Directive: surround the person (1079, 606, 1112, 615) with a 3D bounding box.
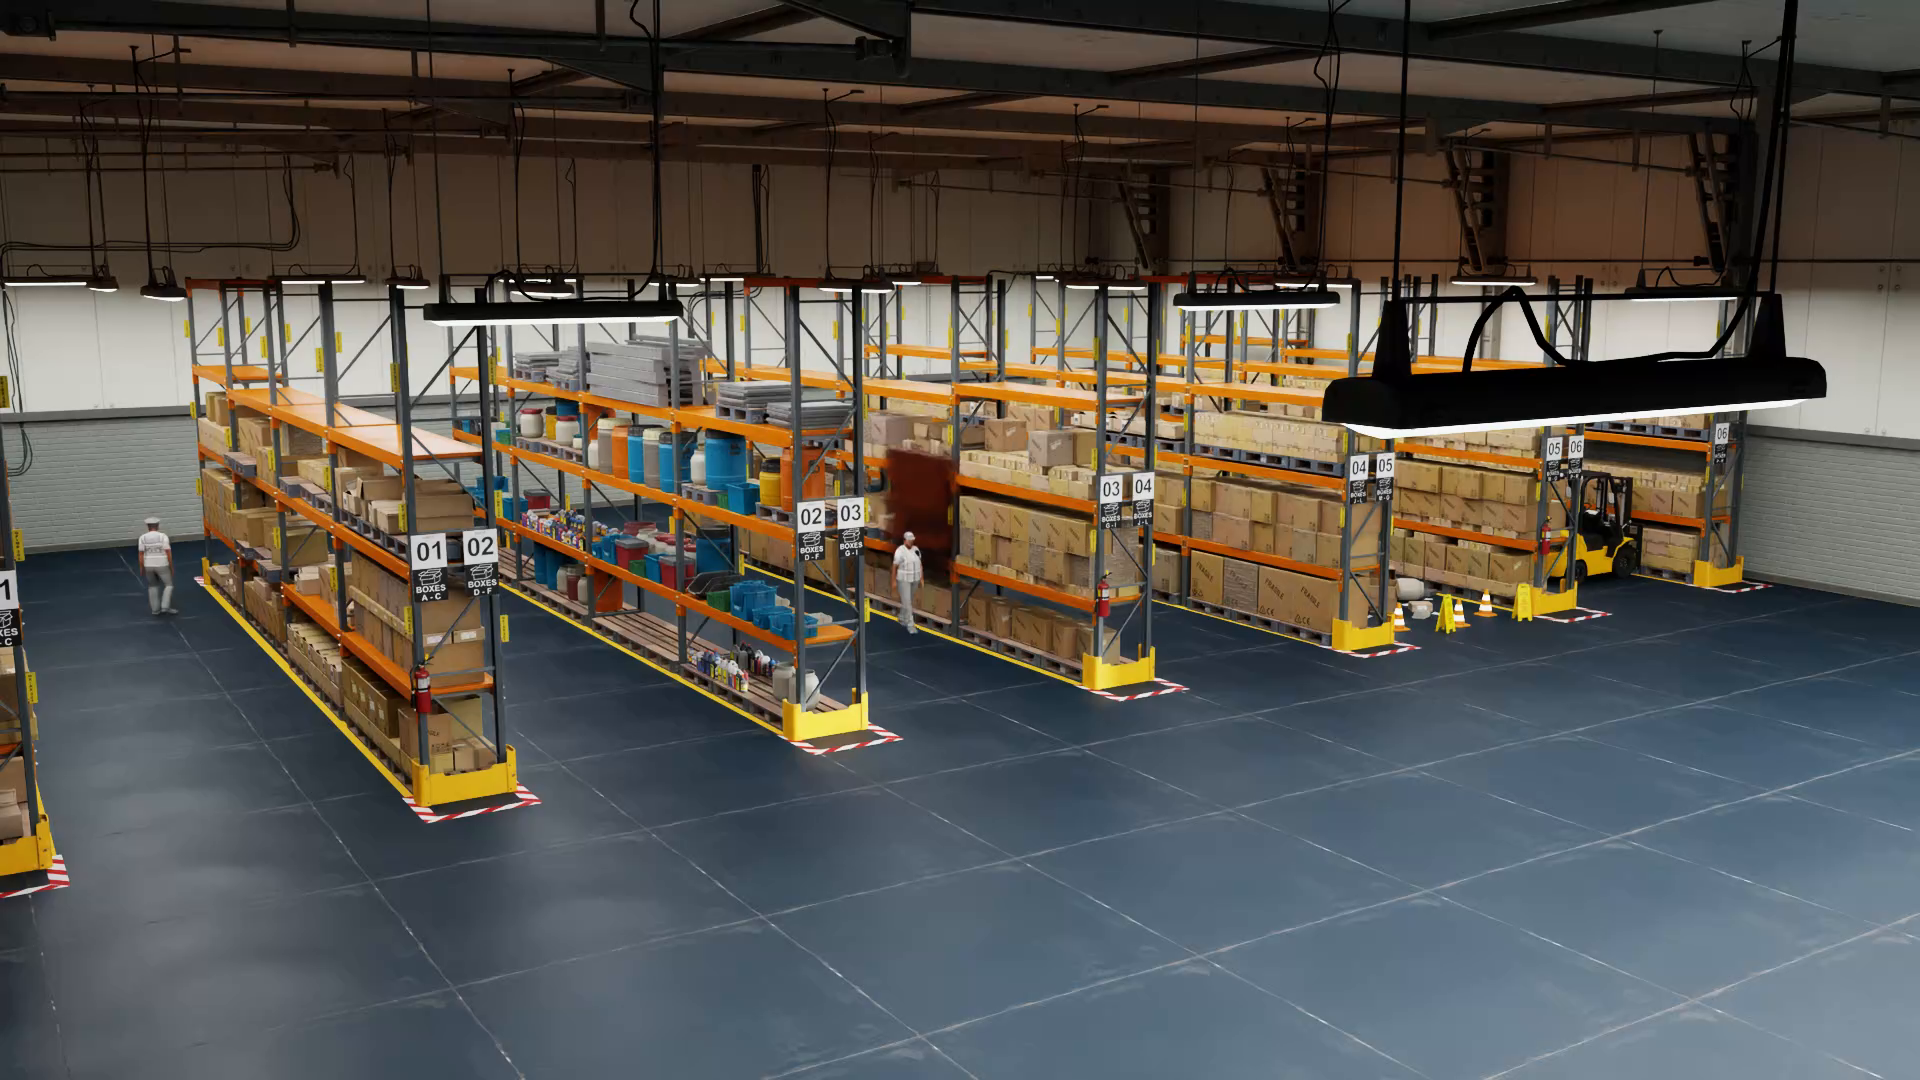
[{"bbox_3d":[2.404,0.479,28.615,0.459,1.714,0.589,-7,12,-36],"label":"person"}]

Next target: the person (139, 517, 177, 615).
[{"bbox_3d":[-14.440,0.480,29.882,0.576,1.762,0.533,-1,10,-7],"label":"person"}]

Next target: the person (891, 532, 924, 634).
[{"bbox_3d":[-0.821,0.669,27.255,0.530,1.621,0.913,-8,12,-39],"label":"person"}]
